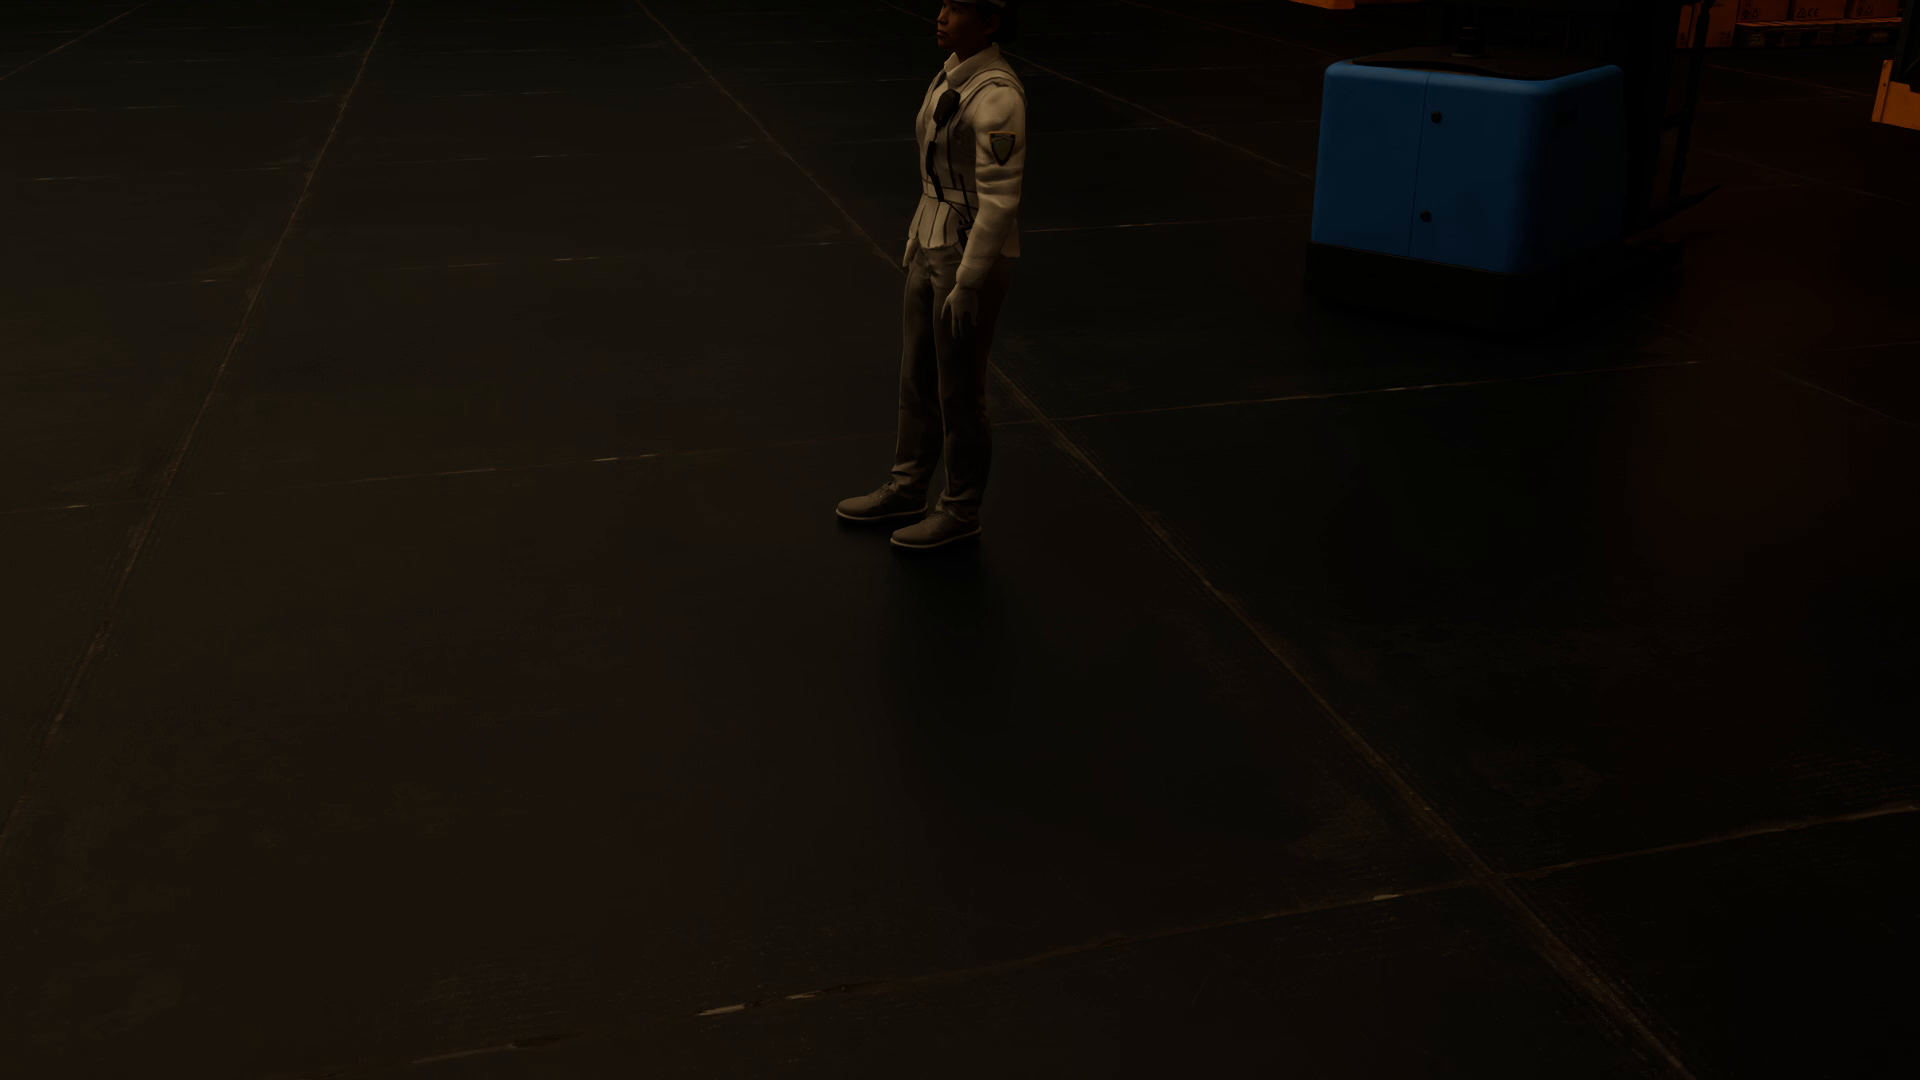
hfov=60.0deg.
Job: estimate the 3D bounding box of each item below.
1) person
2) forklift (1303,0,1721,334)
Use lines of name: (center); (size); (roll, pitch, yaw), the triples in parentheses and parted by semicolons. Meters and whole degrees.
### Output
person: (-0.068, -0.782, 4.708); (0.530, 1.694, 0.586); (-6, 24, -14)
forklift: (2.887, -2.711, 7.679); (1.130, 2.935, 3.031); (19, 29, 37)
